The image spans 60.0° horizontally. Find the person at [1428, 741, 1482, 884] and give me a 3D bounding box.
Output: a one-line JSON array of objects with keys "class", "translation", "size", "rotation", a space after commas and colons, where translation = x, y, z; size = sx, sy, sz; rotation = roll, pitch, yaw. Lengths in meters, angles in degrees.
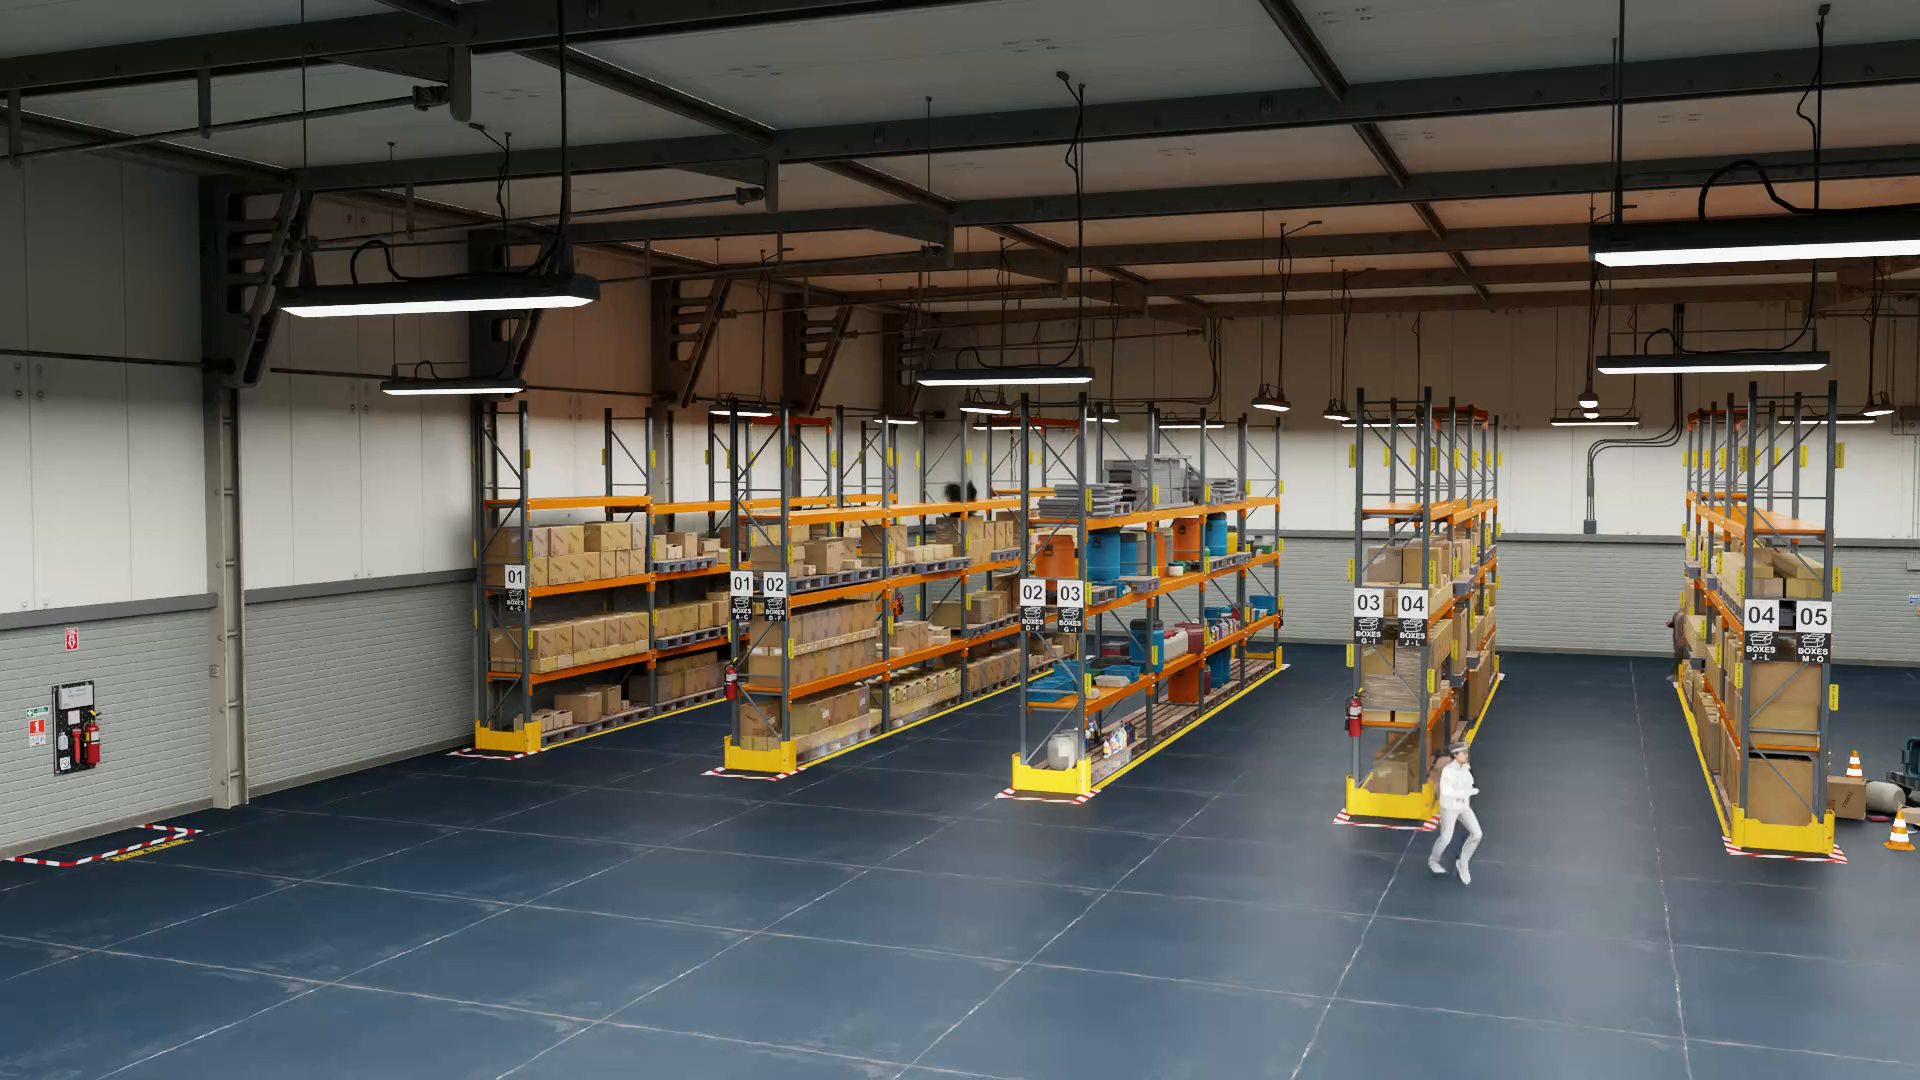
[{"class": "person", "translation": [5.875, 3.199, 19.734], "size": [0.640, 1.694, 0.801], "rotation": [-2, 3, -31]}]

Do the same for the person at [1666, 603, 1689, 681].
[{"class": "person", "translation": [16.295, 2.262, 37.536], "size": [0.943, 1.808, 0.701], "rotation": [-1, 3, -15]}]
